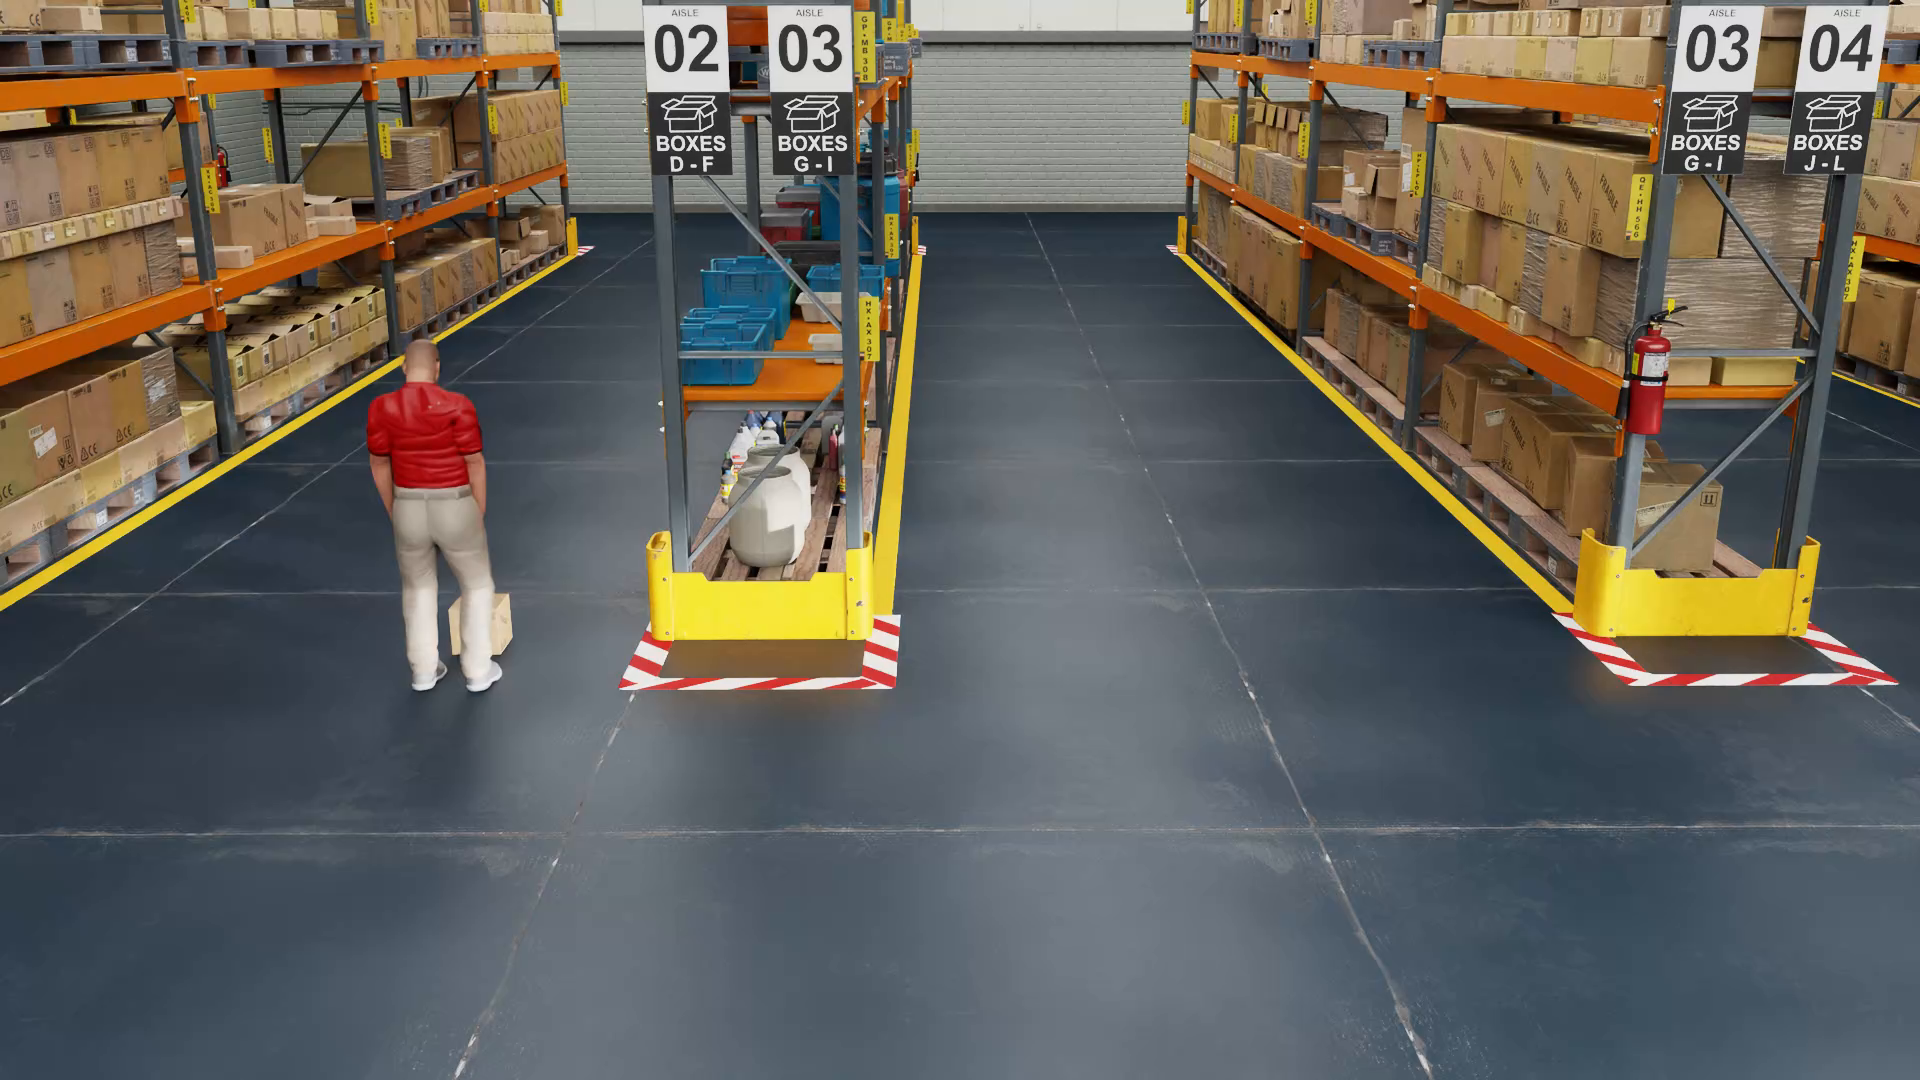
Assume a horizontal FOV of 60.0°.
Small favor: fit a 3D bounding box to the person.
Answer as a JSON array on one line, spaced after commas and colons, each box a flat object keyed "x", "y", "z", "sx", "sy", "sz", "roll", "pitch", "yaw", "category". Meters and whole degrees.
[{"x": -2.523, "y": -0.104, "z": 7.974, "sx": 0.544, "sy": 1.704, "sz": 0.377, "roll": 0, "pitch": 17, "yaw": 0, "category": "person"}]
